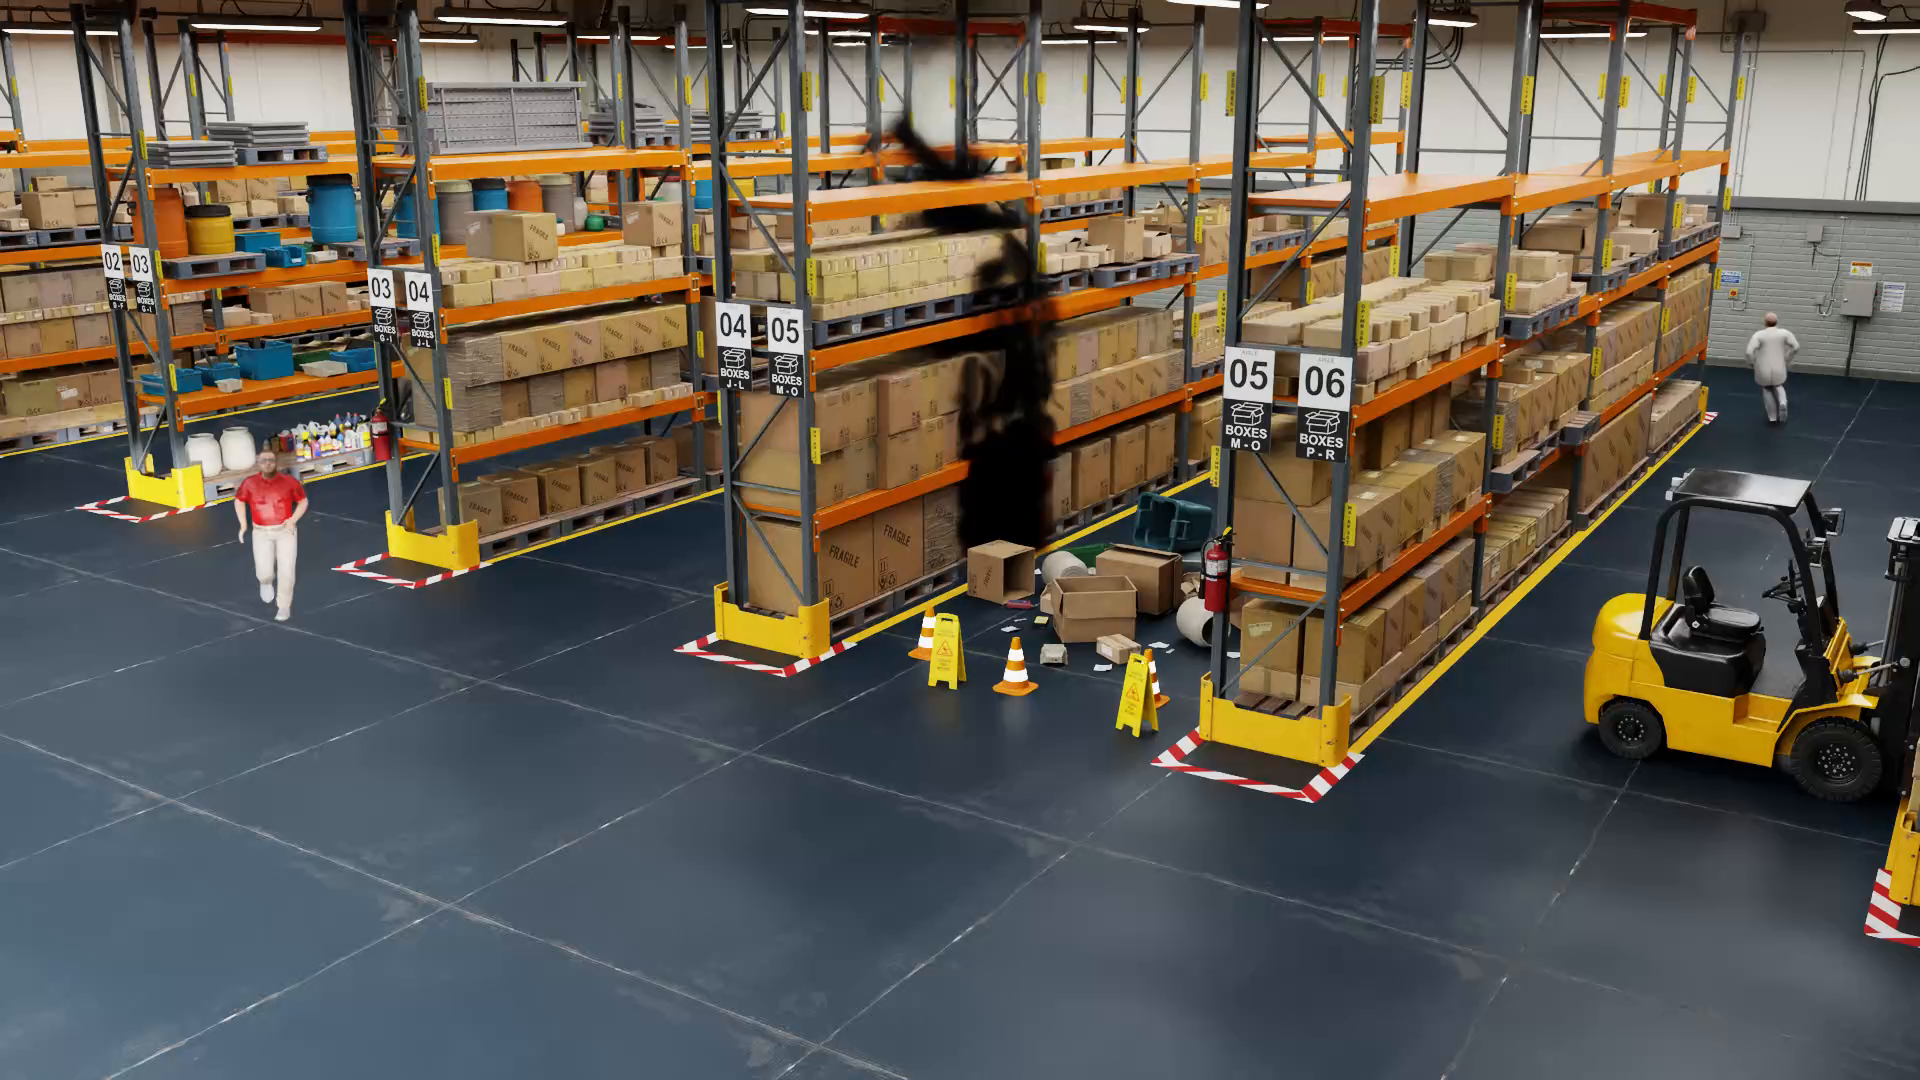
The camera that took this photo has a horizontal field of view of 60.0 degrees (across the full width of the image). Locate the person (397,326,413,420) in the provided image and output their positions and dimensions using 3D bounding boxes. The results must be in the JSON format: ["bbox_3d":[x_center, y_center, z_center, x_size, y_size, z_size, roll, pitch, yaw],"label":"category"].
[{"bbox_3d":[-8.669,-2.665,25.929,0.538,1.557,0.549,7,17,23],"label":"person"}]

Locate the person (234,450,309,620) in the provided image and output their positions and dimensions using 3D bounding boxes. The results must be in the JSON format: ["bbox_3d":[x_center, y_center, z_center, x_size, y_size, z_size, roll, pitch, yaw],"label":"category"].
[{"bbox_3d":[-6.737,-0.053,16.333,0.663,1.676,0.602,-6,17,-20],"label":"person"}]

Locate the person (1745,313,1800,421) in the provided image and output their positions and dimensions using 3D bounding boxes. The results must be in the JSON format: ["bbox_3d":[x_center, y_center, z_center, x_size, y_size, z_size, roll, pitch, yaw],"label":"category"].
[{"bbox_3d":[12.473,-2.673,25.653,0.754,1.690,0.548,5,16,17],"label":"person"}]
